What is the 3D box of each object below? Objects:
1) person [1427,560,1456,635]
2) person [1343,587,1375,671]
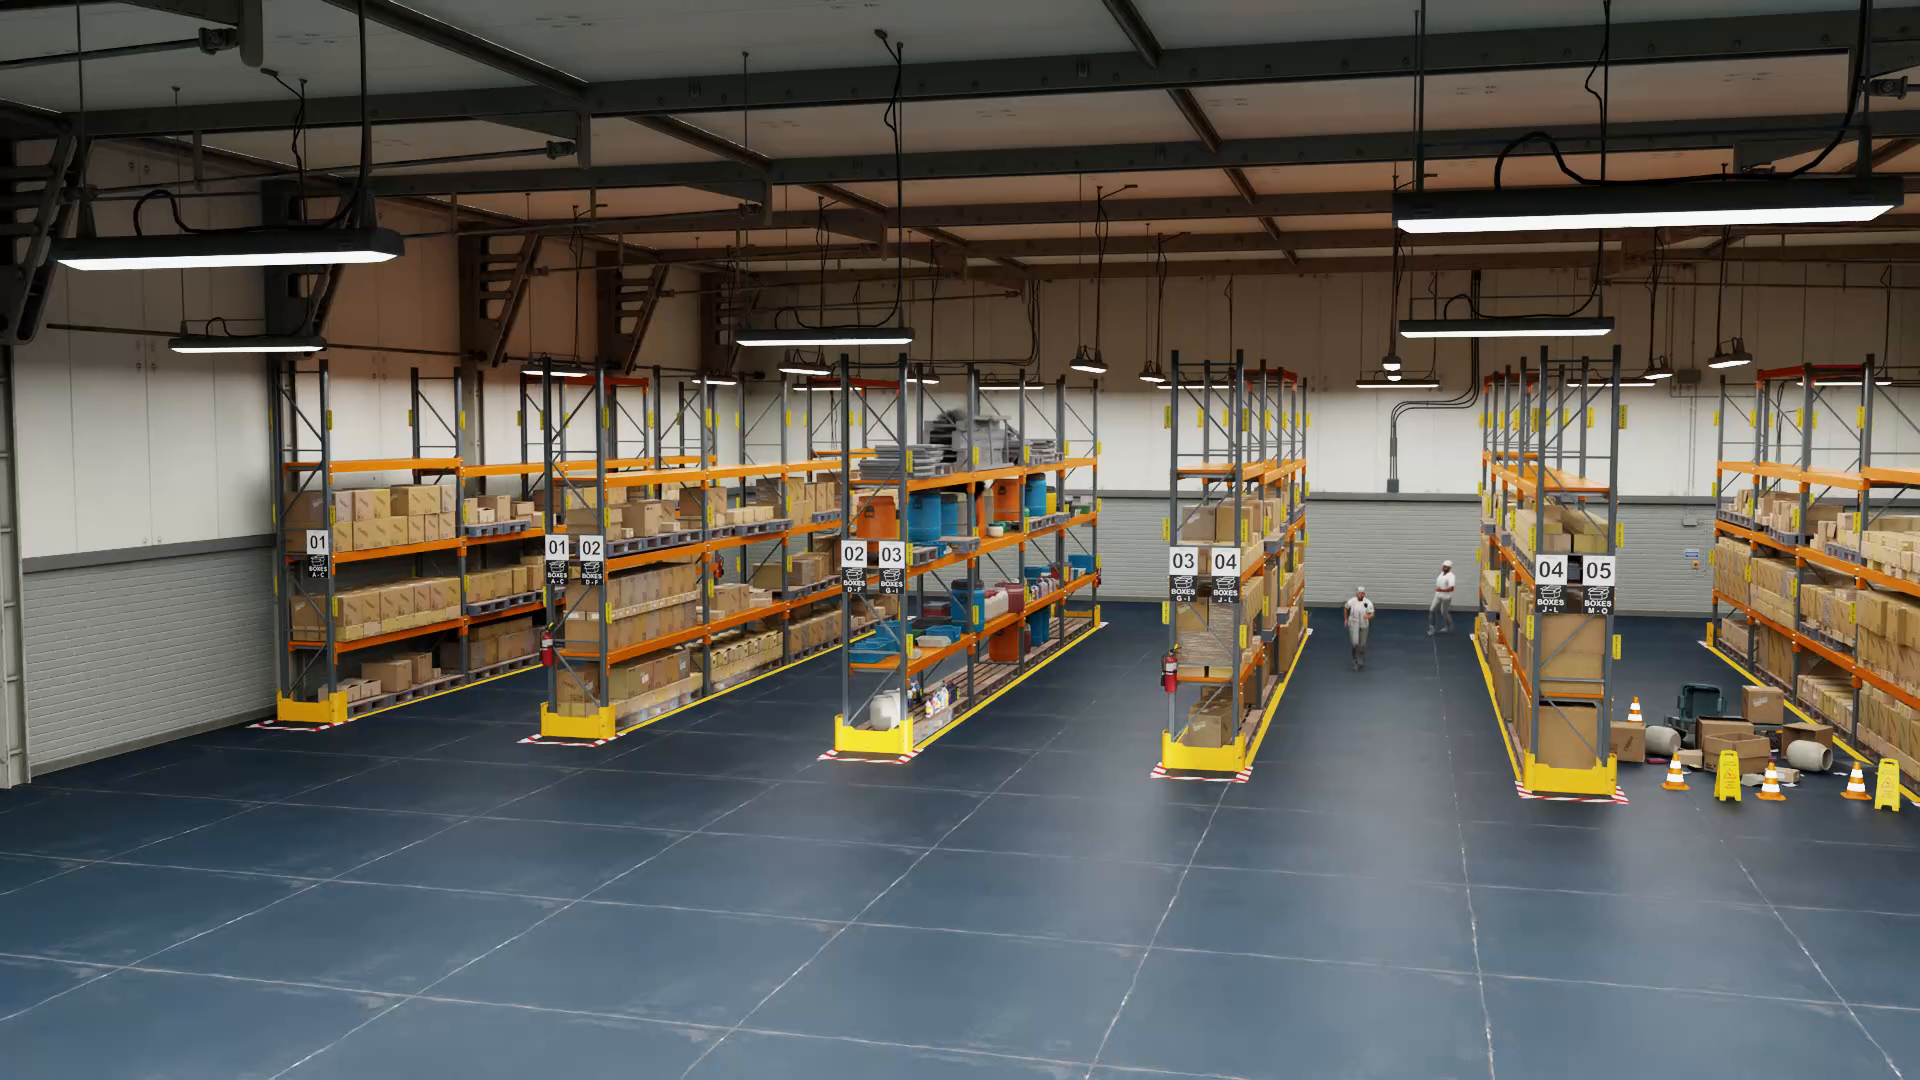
[{"bbox_3d":[11.308,1.358,38.751,0.694,1.795,0.689,-2,5,-25],"label":"person"},{"bbox_3d":[8.019,1.782,33.401,0.570,1.705,0.796,0,4,5],"label":"person"}]
